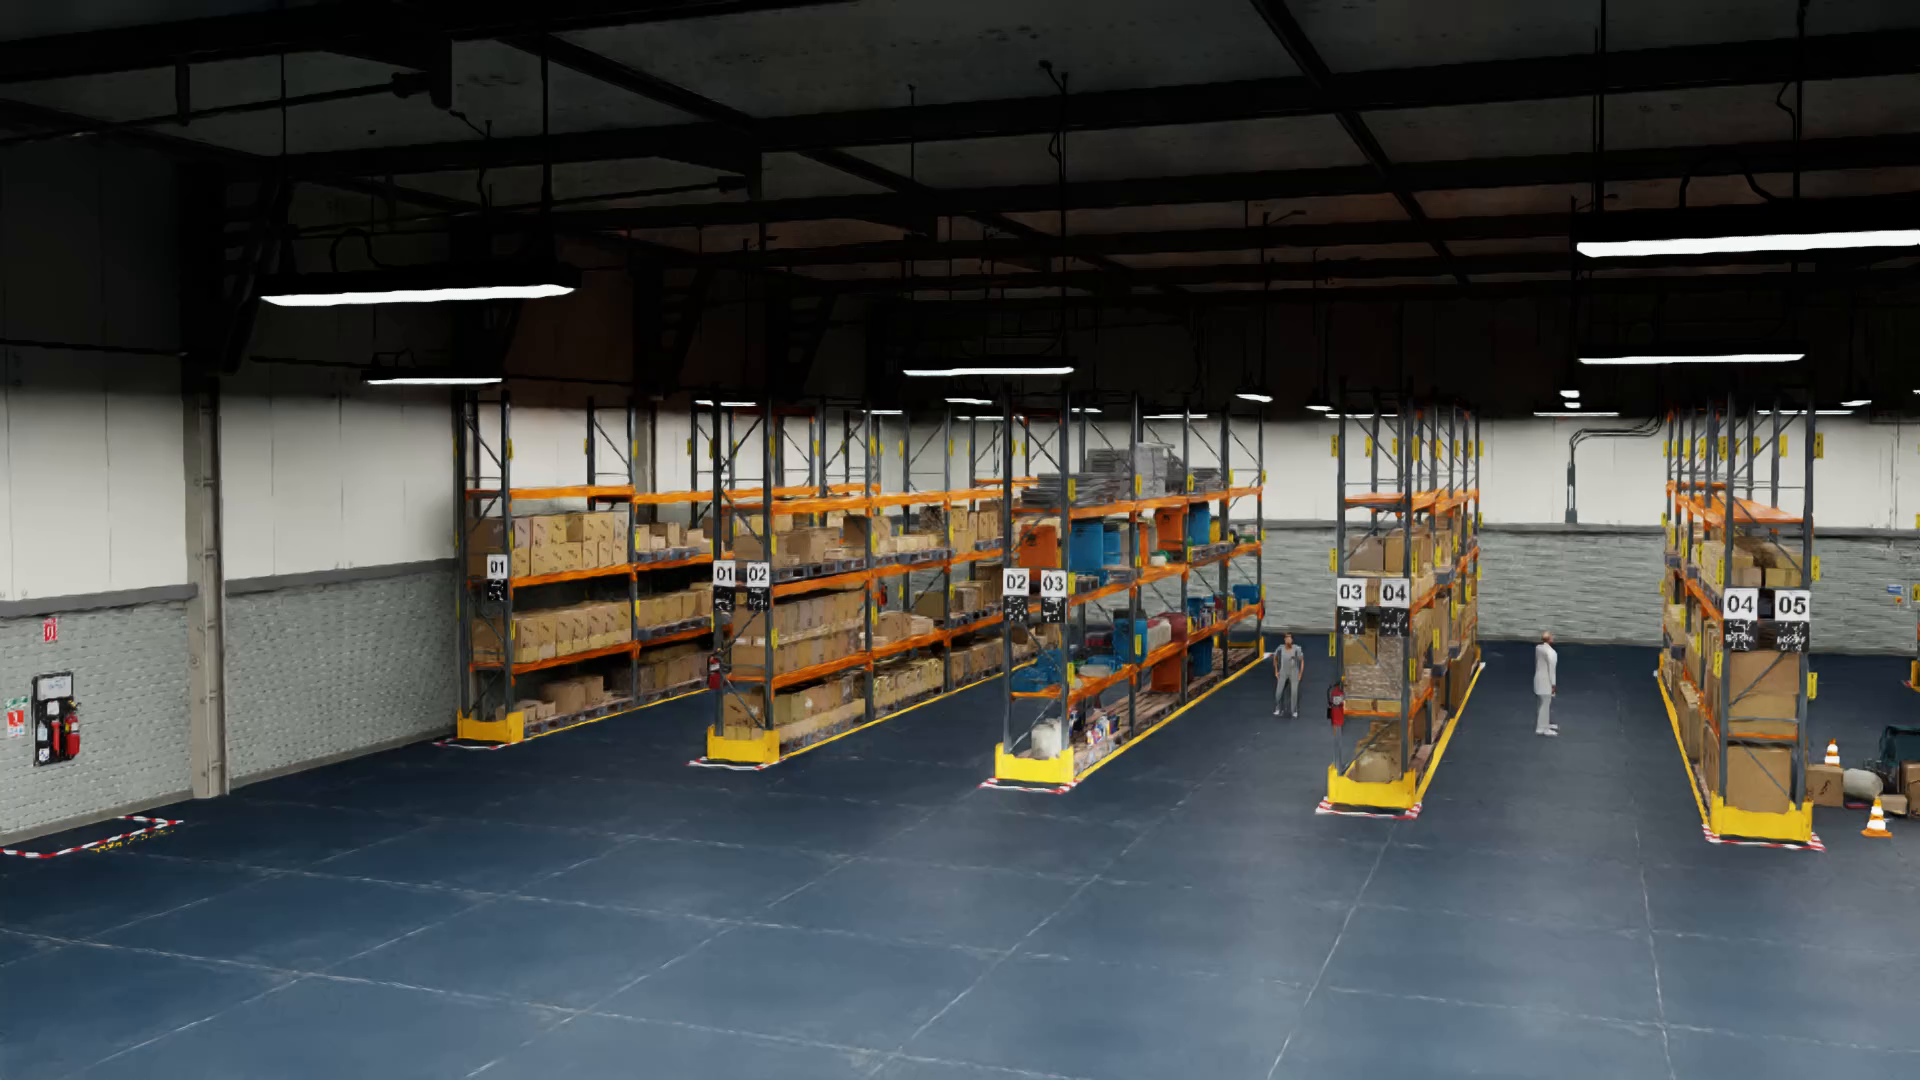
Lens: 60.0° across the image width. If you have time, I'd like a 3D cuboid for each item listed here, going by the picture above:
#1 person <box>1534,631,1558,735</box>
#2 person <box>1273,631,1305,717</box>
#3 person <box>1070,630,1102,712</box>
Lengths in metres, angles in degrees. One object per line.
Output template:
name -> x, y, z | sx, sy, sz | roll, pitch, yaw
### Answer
person -> 10.318, 2.486, 29.152 | 0.522, 1.790, 0.654 | 0, 3, -6
person -> 6.126, 2.494, 30.986 | 0.580, 1.619, 0.507 | 1, 3, 18
person -> 2.358, 2.481, 31.092 | 0.446, 1.589, 1.011 | 2, 4, 29
